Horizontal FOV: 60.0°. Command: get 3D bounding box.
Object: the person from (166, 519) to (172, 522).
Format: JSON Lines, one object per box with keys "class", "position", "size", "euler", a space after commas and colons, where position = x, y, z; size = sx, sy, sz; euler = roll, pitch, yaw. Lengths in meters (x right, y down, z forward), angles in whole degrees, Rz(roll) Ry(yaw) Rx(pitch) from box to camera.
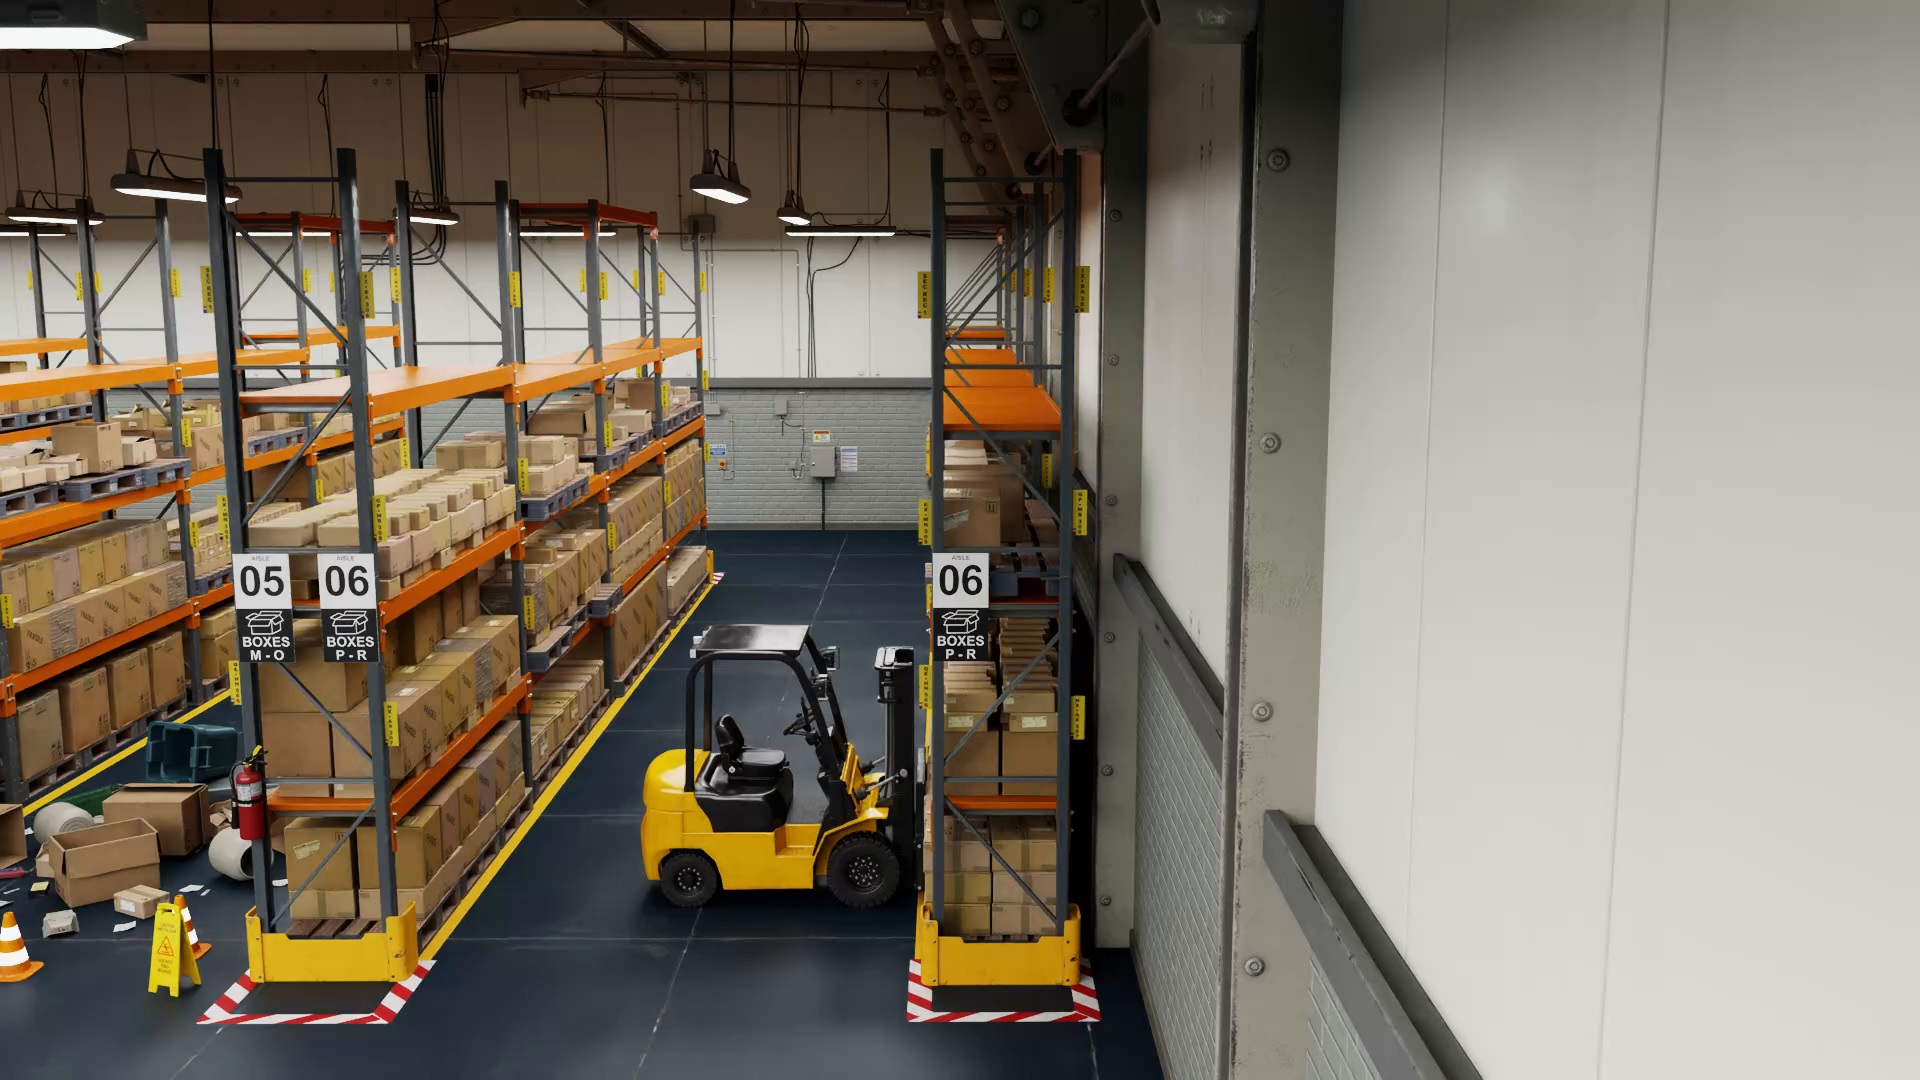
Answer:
{"class": "person", "position": [-11.322, 0.544, 23.785], "size": [0.658, 1.682, 0.591], "euler": [-1, 9, -7]}
